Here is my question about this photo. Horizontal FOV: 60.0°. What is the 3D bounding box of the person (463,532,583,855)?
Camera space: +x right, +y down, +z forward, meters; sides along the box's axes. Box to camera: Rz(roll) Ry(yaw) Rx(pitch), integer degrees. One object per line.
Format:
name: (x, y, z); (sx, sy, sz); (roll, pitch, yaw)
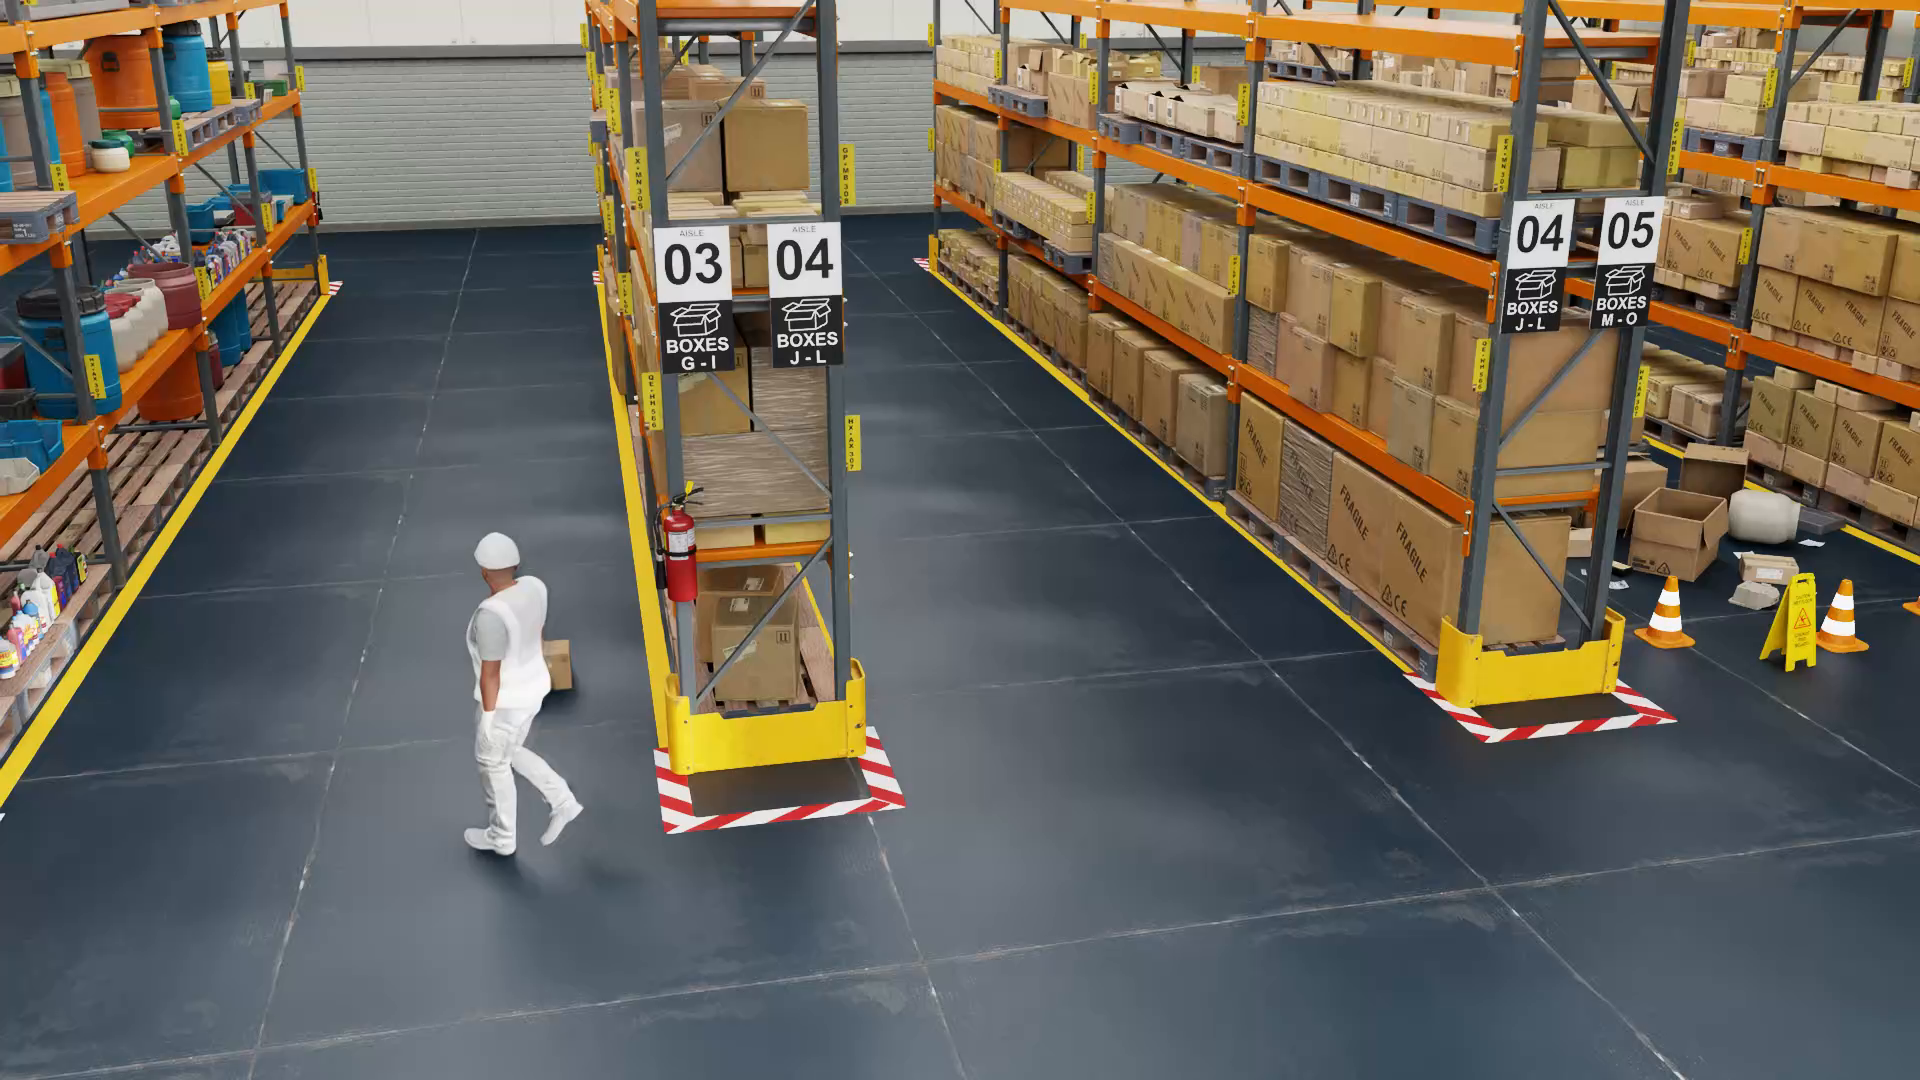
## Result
person: (-2.350, 0.809, 8.689); (0.645, 1.777, 0.574); (4, 20, 12)
